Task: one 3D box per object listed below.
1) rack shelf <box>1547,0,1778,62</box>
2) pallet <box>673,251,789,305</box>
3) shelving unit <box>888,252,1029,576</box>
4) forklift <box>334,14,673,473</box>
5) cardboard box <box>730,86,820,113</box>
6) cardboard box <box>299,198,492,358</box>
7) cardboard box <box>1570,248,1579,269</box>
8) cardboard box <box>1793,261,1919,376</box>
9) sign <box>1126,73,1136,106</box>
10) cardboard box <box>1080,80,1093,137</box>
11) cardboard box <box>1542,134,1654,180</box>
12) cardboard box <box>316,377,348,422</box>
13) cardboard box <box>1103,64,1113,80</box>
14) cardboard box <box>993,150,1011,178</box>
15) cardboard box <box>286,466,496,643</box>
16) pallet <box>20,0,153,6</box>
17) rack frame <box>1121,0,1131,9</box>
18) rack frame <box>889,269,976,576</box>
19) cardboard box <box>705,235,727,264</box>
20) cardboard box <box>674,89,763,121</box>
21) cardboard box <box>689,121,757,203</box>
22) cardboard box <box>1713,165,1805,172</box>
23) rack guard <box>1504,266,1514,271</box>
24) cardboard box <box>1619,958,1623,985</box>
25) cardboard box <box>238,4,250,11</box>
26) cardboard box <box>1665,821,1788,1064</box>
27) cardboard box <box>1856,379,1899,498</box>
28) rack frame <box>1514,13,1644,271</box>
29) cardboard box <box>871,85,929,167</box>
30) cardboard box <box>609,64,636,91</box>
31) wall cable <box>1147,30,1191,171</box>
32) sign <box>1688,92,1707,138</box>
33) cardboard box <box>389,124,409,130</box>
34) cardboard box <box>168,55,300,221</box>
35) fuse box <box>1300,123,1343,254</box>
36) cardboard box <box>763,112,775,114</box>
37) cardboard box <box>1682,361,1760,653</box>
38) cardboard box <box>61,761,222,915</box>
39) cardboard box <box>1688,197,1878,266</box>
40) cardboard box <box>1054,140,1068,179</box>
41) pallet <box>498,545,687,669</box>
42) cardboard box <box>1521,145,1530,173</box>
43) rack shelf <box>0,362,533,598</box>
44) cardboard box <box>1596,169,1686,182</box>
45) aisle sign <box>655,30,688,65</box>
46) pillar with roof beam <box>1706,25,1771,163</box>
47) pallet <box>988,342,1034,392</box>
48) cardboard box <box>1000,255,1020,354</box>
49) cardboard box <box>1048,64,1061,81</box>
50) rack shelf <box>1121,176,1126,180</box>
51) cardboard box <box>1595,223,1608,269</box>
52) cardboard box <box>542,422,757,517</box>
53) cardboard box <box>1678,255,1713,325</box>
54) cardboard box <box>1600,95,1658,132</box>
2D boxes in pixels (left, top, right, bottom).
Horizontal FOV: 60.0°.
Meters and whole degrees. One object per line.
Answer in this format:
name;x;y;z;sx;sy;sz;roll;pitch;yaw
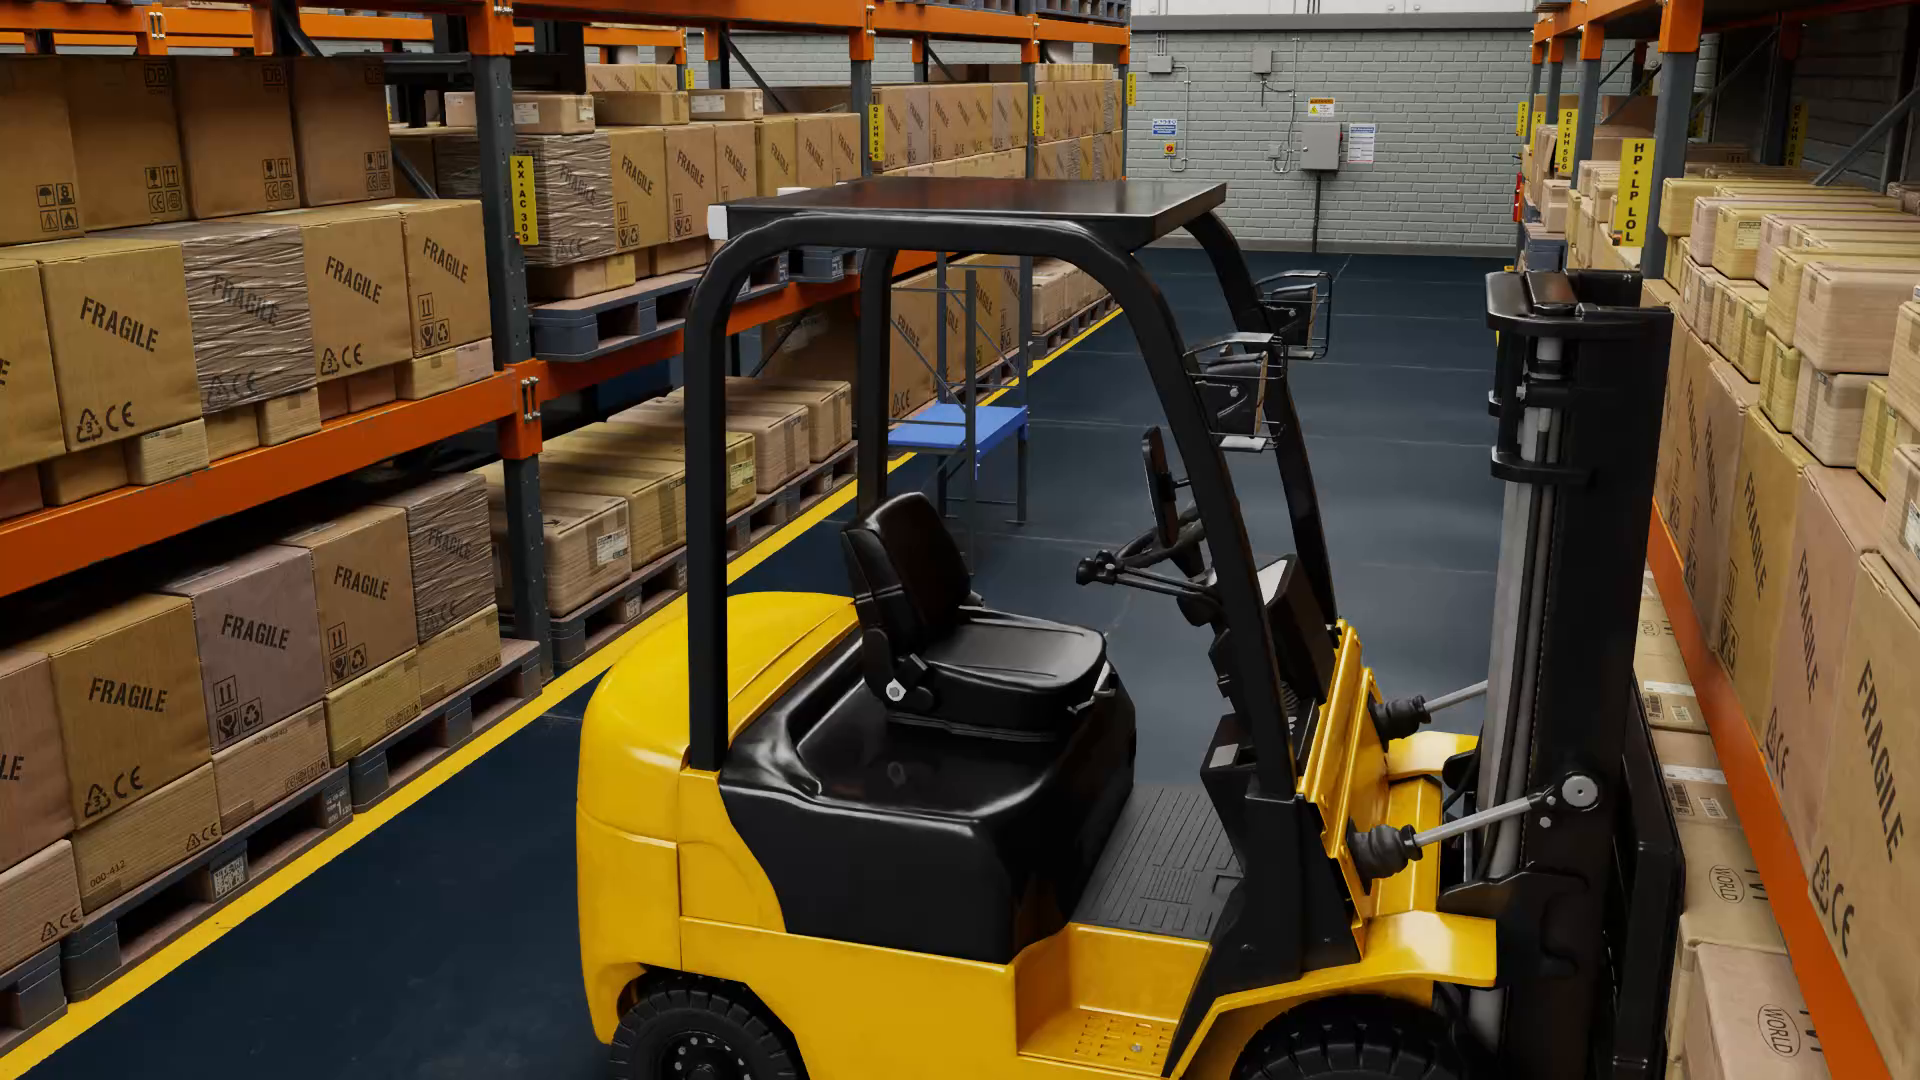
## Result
rack shelf;4.308;-3.177;10.355;1.077;0.370;4.000;5;16;16
pallet;-1.544;-1.327;8.364;1.003;0.211;1.213;5;16;16
shelving unit;-0.024;-0.699;8.546;0.538;1.500;1.048;5;16;16
forklift;-2.923;-1.856;10.001;1.130;2.935;3.031;5;17;17
cardboard box;-1.125;-2.625;10.573;0.500;0.500;0.500;4;16;14
cardboard box;-2.045;-0.950;5.953;0.500;0.500;0.500;4;16;14
cardboard box;3.231;-1.256;8.036;0.500;0.250;0.500;4;16;15
cardboard box;1.564;-0.351;2.652;0.380;0.149;0.250;5;17;17
sign;1.769;-4.659;17.202;0.100;0.325;0.005;5;16;16
cardboard box;0.935;-4.019;15.485;0.500;0.500;0.500;5;16;15
cardboard box;4.026;-2.250;10.306;0.797;0.503;0.637;4;16;15
cardboard box;-2.254;-0.474;5.463;0.380;0.149;0.250;4;16;15
cardboard box;1.301;-4.623;16.428;0.380;0.149;0.250;4;16;15
cardboard box;0.089;-2.890;12.880;0.500;0.250;0.500;5;17;17
cardboard box;-2.068;0.041;6.082;0.500;0.500;0.500;4;16;15
pallet;-5.928;-3.478;10.443;1.213;0.211;1.003;5;17;18
rack frame;1.253;-6.920;16.735;1.000;3.000;0.127;5;16;16
rack frame;-0.169;-0.566;8.077;0.500;1.500;0.032;5;16;16
cardboard box;-1.301;-1.434;8.080;0.380;0.149;0.250;5;17;18
cardboard box;-1.215;-2.196;8.388;0.380;0.149;0.250;4;16;13
cardboard box;-1.318;-1.783;8.119;0.500;0.500;0.500;4;16;14
cardboard box;3.874;-1.739;8.092;0.380;0.149;0.250;5;17;17
rack guard;5.991;-2.427;16.471;1.175;0.500;0.348;5;16;16
cardboard box;1.724;1.112;3.680;0.500;0.250;0.500;5;17;18
cardboard box;-5.243;-4.049;11.929;0.500;0.500;0.500;5;16;16
cardboard box;1.571;0.764;3.074;0.500;0.250;0.500;5;17;17
cardboard box;1.554;-0.133;2.428;0.380;0.149;0.250;5;16;15
rack frame;6.013;-3.650;16.200;1.000;3.000;0.127;5;16;16
cardboard box;-0.515;-2.710;10.873;0.500;0.500;0.500;5;16;16
cardboard box;-3.697;-4.655;17.184;0.500;0.500;0.500;6;17;19
wall cable;2.833;-6.015;22.618;0.585;1.953;0.123;5;16;16
sign;5.409;-3.118;12.204;0.100;0.325;0.005;5;16;16
cardboard box;-4.811;-3.385;13.868;0.380;0.149;0.250;5;16;16
cardboard box;-2.657;-1.336;5.483;0.700;0.500;0.500;5;17;16
fuse box;4.805;-4.690;22.228;0.539;1.711;0.414;5;16;16
cardboard box;-1.371;-2.234;9.711;0.500;0.500;0.500;4;16;14
cardboard box;1.788;-0.063;3.369;0.500;0.500;0.500;5;17;16
cardboard box;-2.505;0.807;4.757;0.500;0.250;0.500;6;17;20
cardboard box;2.004;-0.751;4.063;0.380;0.149;0.250;5;17;17
cardboard box;0.647;-3.269;14.675;0.500;0.500;0.500;5;17;16
pallet;-1.938;0.243;7.584;1.003;0.211;1.213;5;16;16
cardboard box;5.625;-3.623;15.835;0.500;0.250;0.500;5;17;16
rack shelf;-2.726;-0.025;4.739;1.077;0.370;4.000;5;16;16
cardboard box;3.181;-1.648;7.770;0.380;0.149;0.250;5;17;16
aisle sign;-3.214;-5.638;18.444;0.394;0.787;0.004;5;16;16
pillar with roof beam;1.810;-5.936;13.265;9.100;9.000;0.400;5;16;16
pallet;-0.031;-1.438;13.512;1.003;0.211;1.213;5;16;16
cardboard box;0.016;-1.999;13.503;0.875;0.875;0.875;5;17;18
cardboard box;0.673;-4.090;14.546;0.380;0.149;0.250;5;16;15
rack shelf;0.684;-3.164;15.807;1.077;0.370;4.000;5;16;16
cardboard box;2.787;-1.095;6.553;0.500;0.250;0.500;5;17;17
cardboard box;-1.614;-0.340;8.577;0.950;0.372;0.625;5;17;18
cardboard box;1.999;-0.610;4.113;0.380;0.149;0.250;5;17;17
cardboard box;5.554;-3.404;13.689;0.500;0.500;0.500;4;16;14
